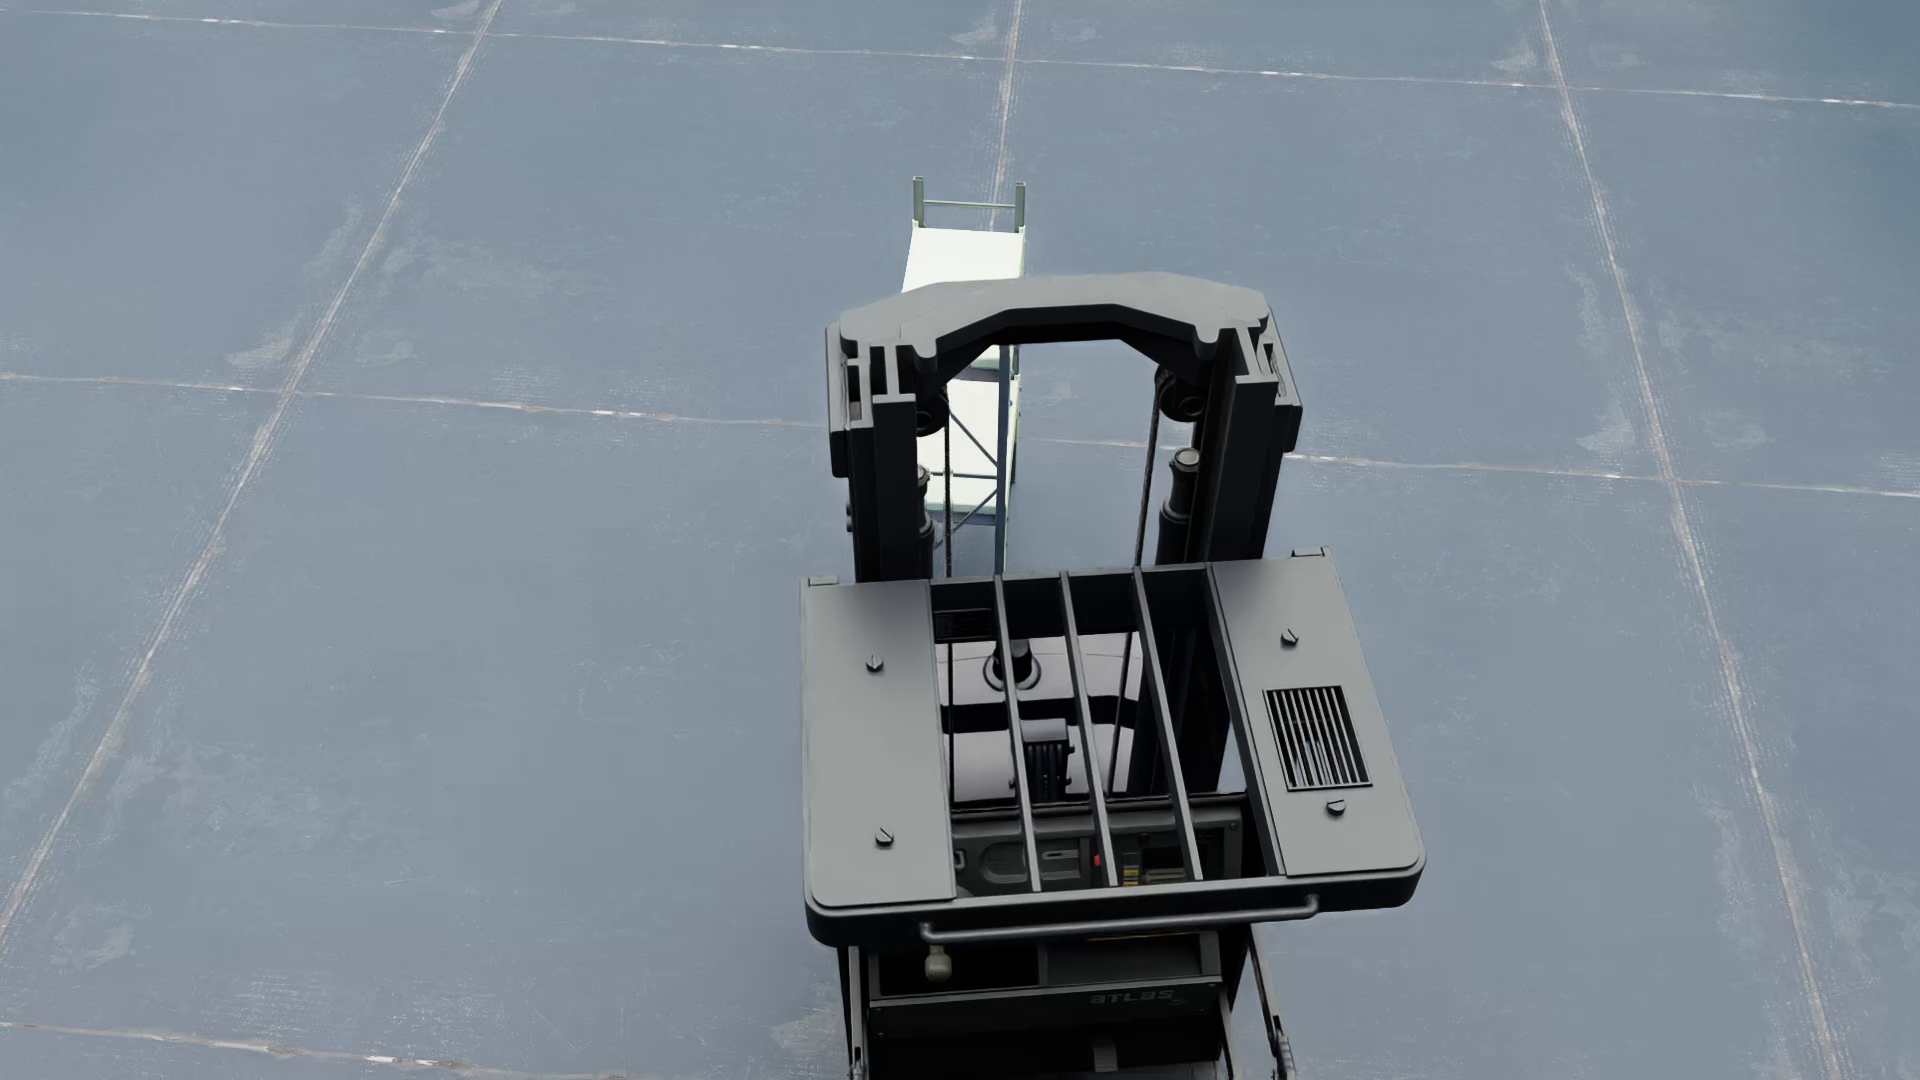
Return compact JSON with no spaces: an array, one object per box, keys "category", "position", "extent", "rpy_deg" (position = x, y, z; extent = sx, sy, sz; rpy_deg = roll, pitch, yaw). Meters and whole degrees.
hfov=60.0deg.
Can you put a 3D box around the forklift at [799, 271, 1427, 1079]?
[{"category":"forklift","position":[0.241,0.962,3.910],"extent":[1.130,2.935,3.031],"rpy_deg":[-3,48,-3]}]

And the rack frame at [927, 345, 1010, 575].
[{"category":"rack frame","position":[-0.034,-0.232,5.972],"extent":[0.400,1.500,0.023],"rpy_deg":[4,48,4]}]

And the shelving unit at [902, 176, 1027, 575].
[{"category":"shelving unit","position":[-0.001,-0.501,6.218],"extent":[0.431,1.500,0.755],"rpy_deg":[4,48,4]}]

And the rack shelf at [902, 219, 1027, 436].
[{"category":"rack shelf","position":[-0.001,-0.765,5.930],"extent":[0.431,0.370,0.720],"rpy_deg":[4,48,4]}]

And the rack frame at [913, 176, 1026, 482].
[{"category":"rack frame","position":[0.033,-0.770,6.464],"extent":[0.400,1.500,0.023],"rpy_deg":[4,48,4]}]

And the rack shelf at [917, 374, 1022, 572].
[{"category":"rack shelf","position":[-0.001,-0.281,6.459],"extent":[0.431,0.370,0.720],"rpy_deg":[4,48,4]}]
